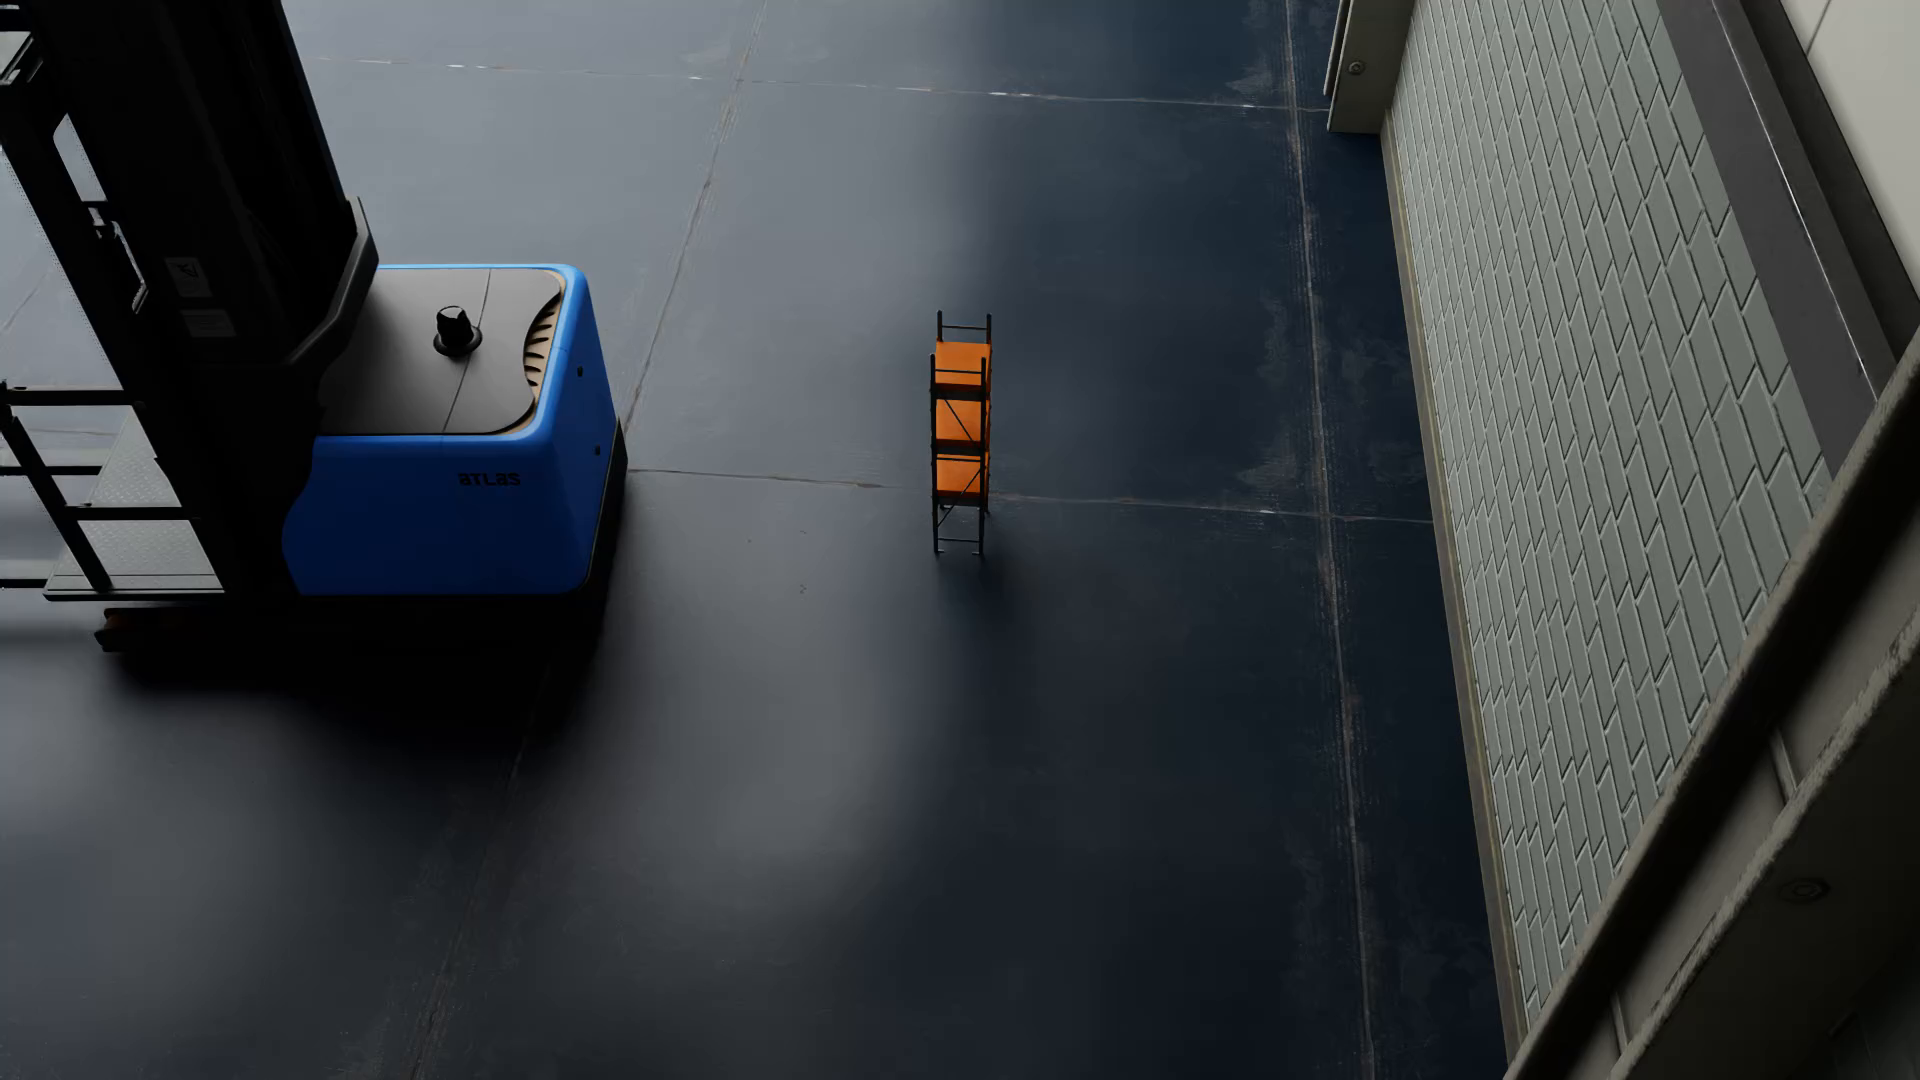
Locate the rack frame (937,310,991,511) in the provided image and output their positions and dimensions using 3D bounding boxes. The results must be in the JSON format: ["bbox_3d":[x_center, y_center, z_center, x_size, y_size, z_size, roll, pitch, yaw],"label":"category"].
[{"bbox_3d":[0.016,-0.483,6.506,0.200,1.050,0.008,4,48,4],"label":"rack frame"}]

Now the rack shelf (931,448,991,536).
[{"bbox_3d":[0.005,-0.199,6.637,0.215,0.259,0.240,4,48,4],"label":"rack shelf"}]

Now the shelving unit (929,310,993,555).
[{"bbox_3d":[0.005,-0.394,6.424,0.215,1.050,0.252,4,48,4],"label":"shelving unit"}]

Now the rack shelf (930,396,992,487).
[{"bbox_3d":[0.005,-0.387,6.432,0.215,0.259,0.240,4,48,4],"label":"rack shelf"}]

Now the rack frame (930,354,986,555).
[{"bbox_3d":[-0.006,-0.304,6.342,0.200,1.050,0.008,4,48,4],"label":"rack frame"}]

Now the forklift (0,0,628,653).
[{"bbox_3d":[-2.905,-0.949,5.657,3.031,2.935,1.130,0,48,0],"label":"forklift"}]

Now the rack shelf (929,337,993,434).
[{"bbox_3d":[0.005,-0.578,6.223,0.215,0.259,0.240,4,48,4],"label":"rack shelf"}]

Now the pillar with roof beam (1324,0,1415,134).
[{"bbox_3d":[-2.182,-5.611,5.810,9.100,9.000,0.400,4,48,4],"label":"pillar with roof beam"}]
